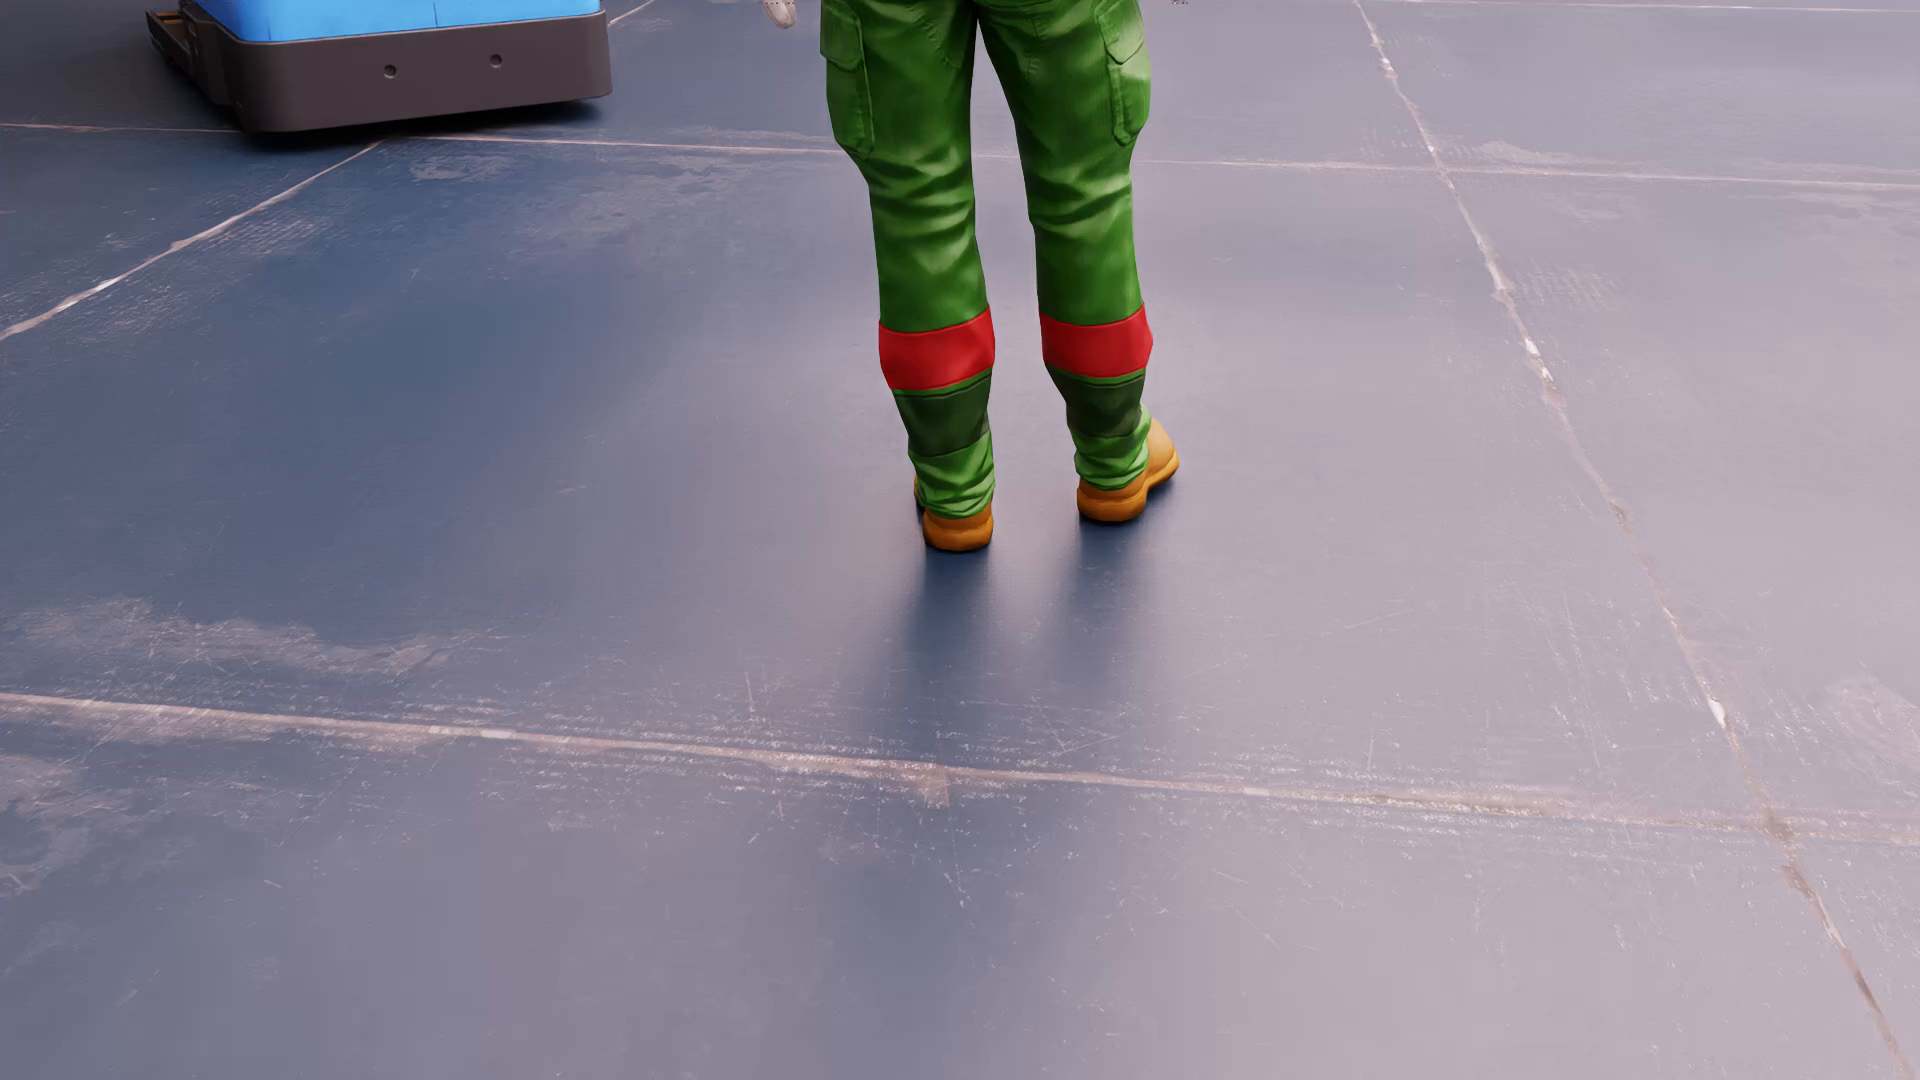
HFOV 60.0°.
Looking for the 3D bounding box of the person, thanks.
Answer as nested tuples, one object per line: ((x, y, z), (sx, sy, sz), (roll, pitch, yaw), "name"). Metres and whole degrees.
((0.021, -0.842, 2.168), (0.638, 1.789, 0.562), (3, 27, 7), "person")

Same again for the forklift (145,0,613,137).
((-2.251, -3.055, 5.342), (1.130, 2.935, 3.031), (-15, 30, -27), "forklift")
